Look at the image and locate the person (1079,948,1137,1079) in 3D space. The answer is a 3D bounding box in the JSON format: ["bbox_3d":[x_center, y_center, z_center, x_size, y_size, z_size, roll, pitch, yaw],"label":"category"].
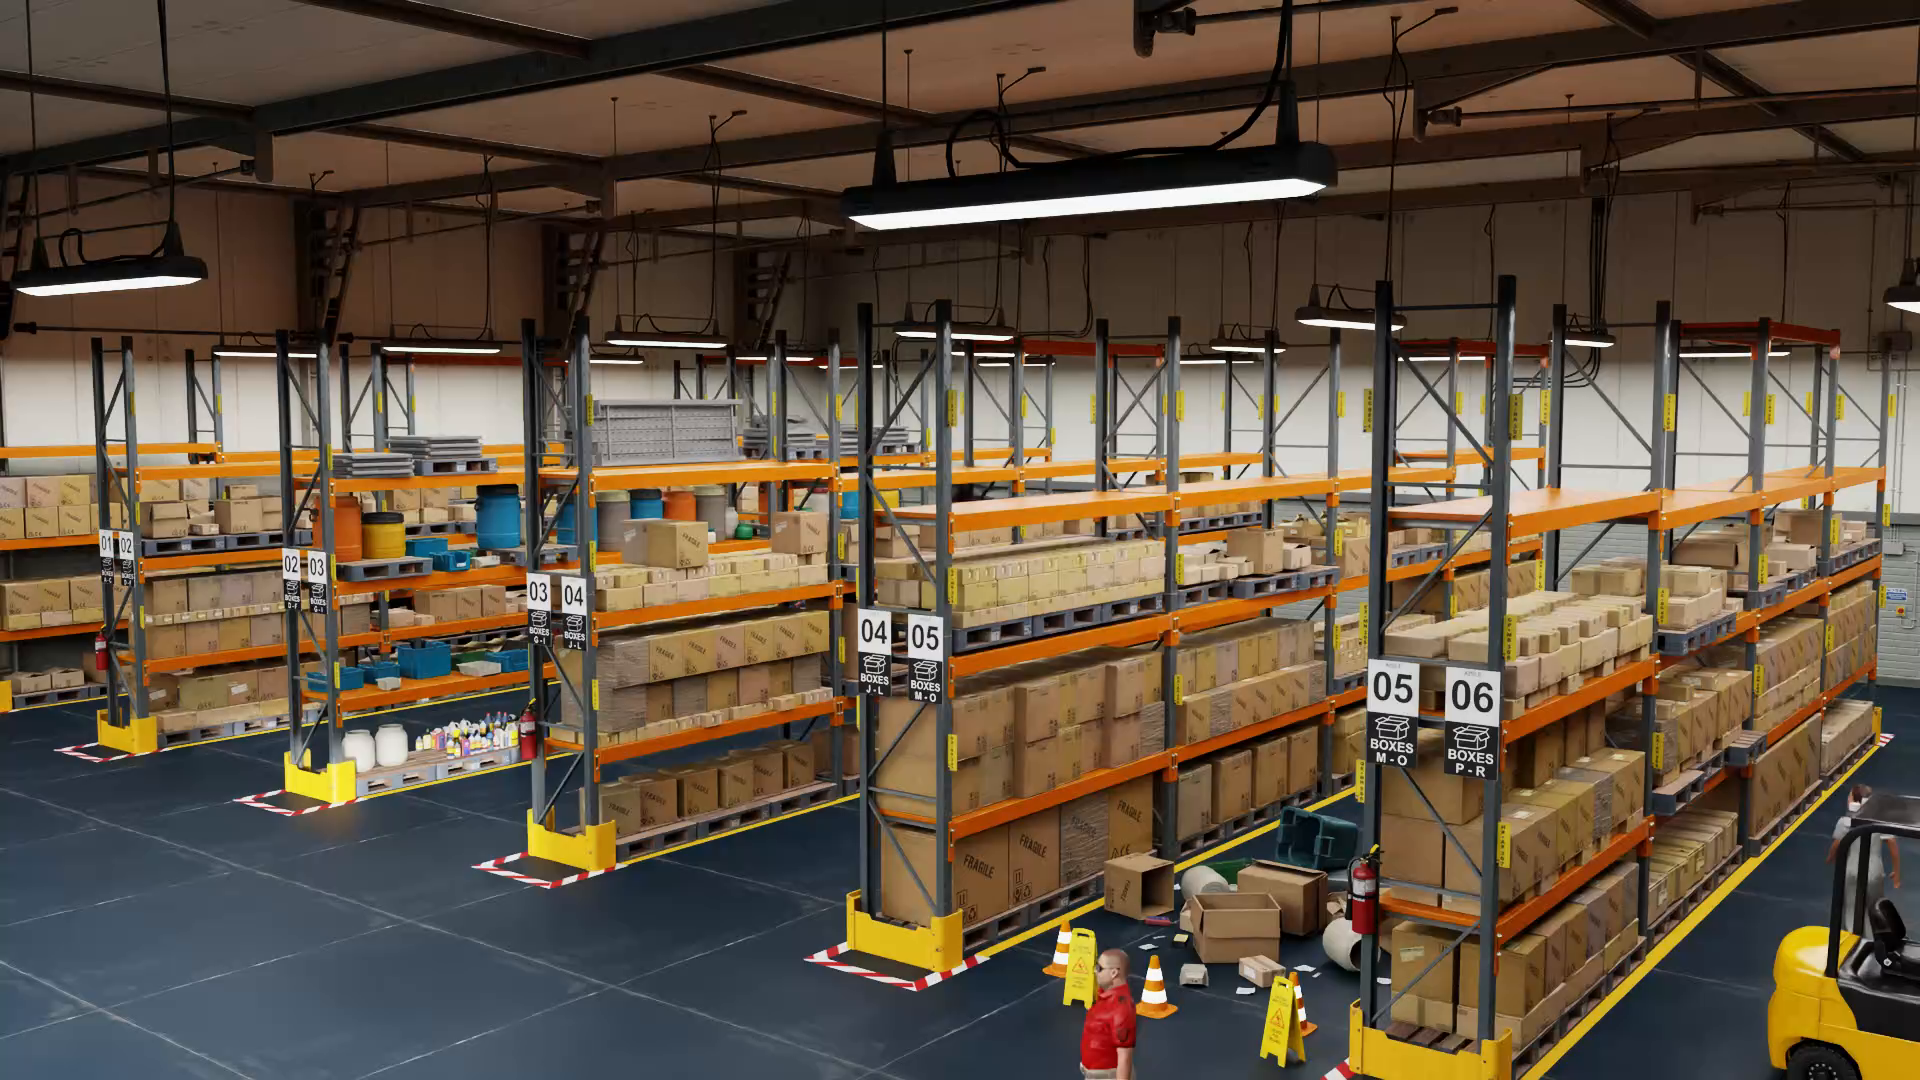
[{"bbox_3d":[0.906,3.408,10.364,0.397,1.741,0.574,0,5,1],"label":"person"}]

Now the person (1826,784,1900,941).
[{"bbox_3d":[8.150,3.066,15.053,0.619,1.684,0.637,3,6,35],"label":"person"}]

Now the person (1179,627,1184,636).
[{"bbox_3d":[3.282,1.952,25.694,0.479,1.525,0.646,4,6,35],"label":"person"}]
